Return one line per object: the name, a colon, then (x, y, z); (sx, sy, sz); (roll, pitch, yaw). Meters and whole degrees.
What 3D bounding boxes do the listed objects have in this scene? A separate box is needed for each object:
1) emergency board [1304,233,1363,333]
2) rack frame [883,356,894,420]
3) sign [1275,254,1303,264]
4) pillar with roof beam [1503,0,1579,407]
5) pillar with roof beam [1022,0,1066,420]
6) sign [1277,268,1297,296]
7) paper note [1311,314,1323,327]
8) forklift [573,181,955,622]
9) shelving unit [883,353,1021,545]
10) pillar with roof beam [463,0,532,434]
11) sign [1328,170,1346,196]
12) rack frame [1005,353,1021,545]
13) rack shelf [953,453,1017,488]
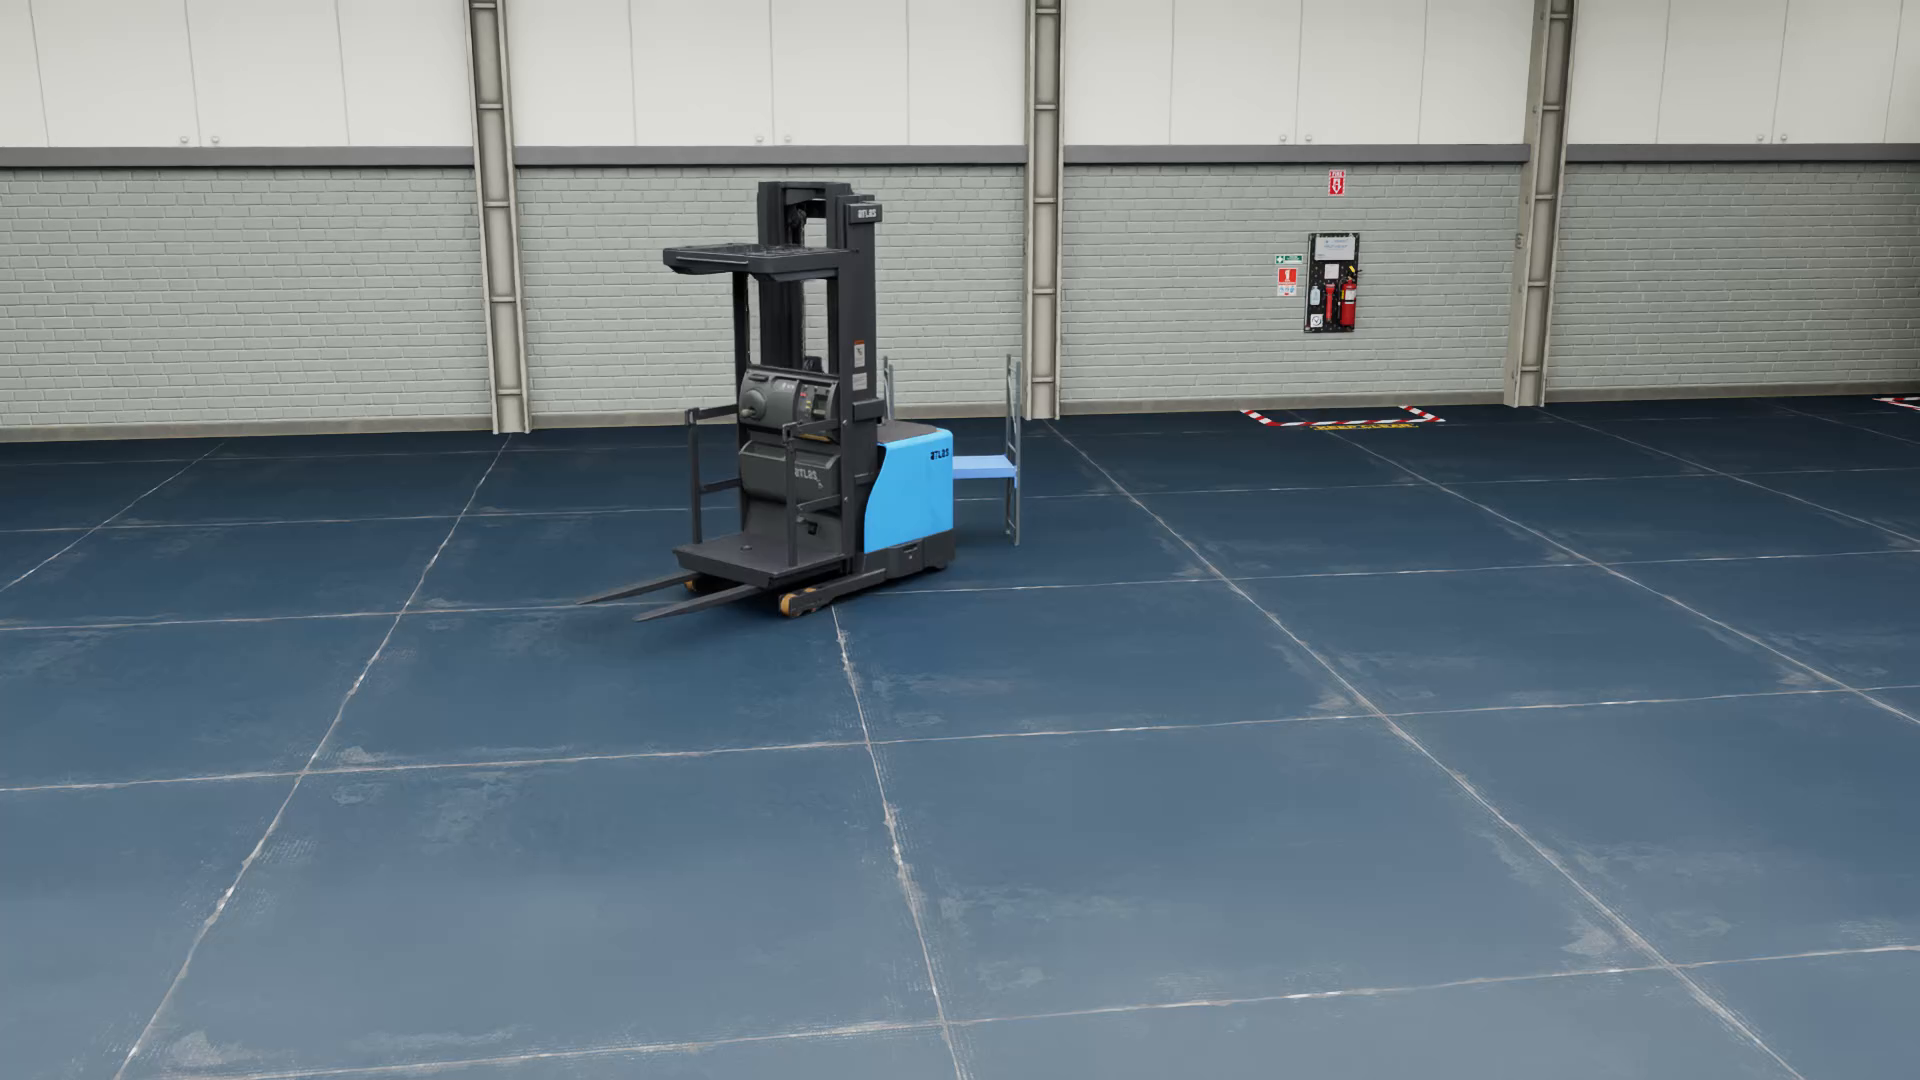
emergency board: (4.425, -3.024, 19.614); (0.643, 1.169, 0.194); (-2, 14, -8)
rack frame: (-0.574, -0.711, 13.472); (0.032, 1.500, 0.500); (-2, 14, -8)
sign: (3.869, -3.301, 19.556); (0.331, 0.109, 0.001); (-2, 14, -8)
pillar with roof beam: (7.516, -4.979, 15.076); (0.400, 9.000, 9.100); (-2, 14, -8)
pillar with roof beam: (1.583, -4.761, 14.209); (0.400, 9.000, 9.100); (-2, 14, -8)
sign: (3.863, -3.046, 19.629); (0.234, 0.329, 0.001); (-2, 14, -8)
paper note: (4.240, -2.607, 19.762); (0.142, 0.148, 0.016); (-2, 14, -8)
forklift: (-1.368, -1.019, 11.760); (1.130, 2.935, 3.031); (12, 18, 39)
shelving unit: (-0.071, -0.728, 13.542); (1.048, 1.500, 0.538); (-2, 14, -8)
pillar with roof beam: (-4.350, -4.544, 13.342); (0.400, 9.000, 9.100); (-2, 14, -8)
sign: (4.402, -4.172, 19.427); (0.199, 0.298, 0.001); (-2, 14, -8)
rack frame: (0.433, -0.745, 13.611); (0.032, 1.500, 0.500); (-2, 14, -8)
rack shelf: (-0.071, -0.554, 13.585); (1.000, 0.185, 0.538); (-2, 14, -8)
